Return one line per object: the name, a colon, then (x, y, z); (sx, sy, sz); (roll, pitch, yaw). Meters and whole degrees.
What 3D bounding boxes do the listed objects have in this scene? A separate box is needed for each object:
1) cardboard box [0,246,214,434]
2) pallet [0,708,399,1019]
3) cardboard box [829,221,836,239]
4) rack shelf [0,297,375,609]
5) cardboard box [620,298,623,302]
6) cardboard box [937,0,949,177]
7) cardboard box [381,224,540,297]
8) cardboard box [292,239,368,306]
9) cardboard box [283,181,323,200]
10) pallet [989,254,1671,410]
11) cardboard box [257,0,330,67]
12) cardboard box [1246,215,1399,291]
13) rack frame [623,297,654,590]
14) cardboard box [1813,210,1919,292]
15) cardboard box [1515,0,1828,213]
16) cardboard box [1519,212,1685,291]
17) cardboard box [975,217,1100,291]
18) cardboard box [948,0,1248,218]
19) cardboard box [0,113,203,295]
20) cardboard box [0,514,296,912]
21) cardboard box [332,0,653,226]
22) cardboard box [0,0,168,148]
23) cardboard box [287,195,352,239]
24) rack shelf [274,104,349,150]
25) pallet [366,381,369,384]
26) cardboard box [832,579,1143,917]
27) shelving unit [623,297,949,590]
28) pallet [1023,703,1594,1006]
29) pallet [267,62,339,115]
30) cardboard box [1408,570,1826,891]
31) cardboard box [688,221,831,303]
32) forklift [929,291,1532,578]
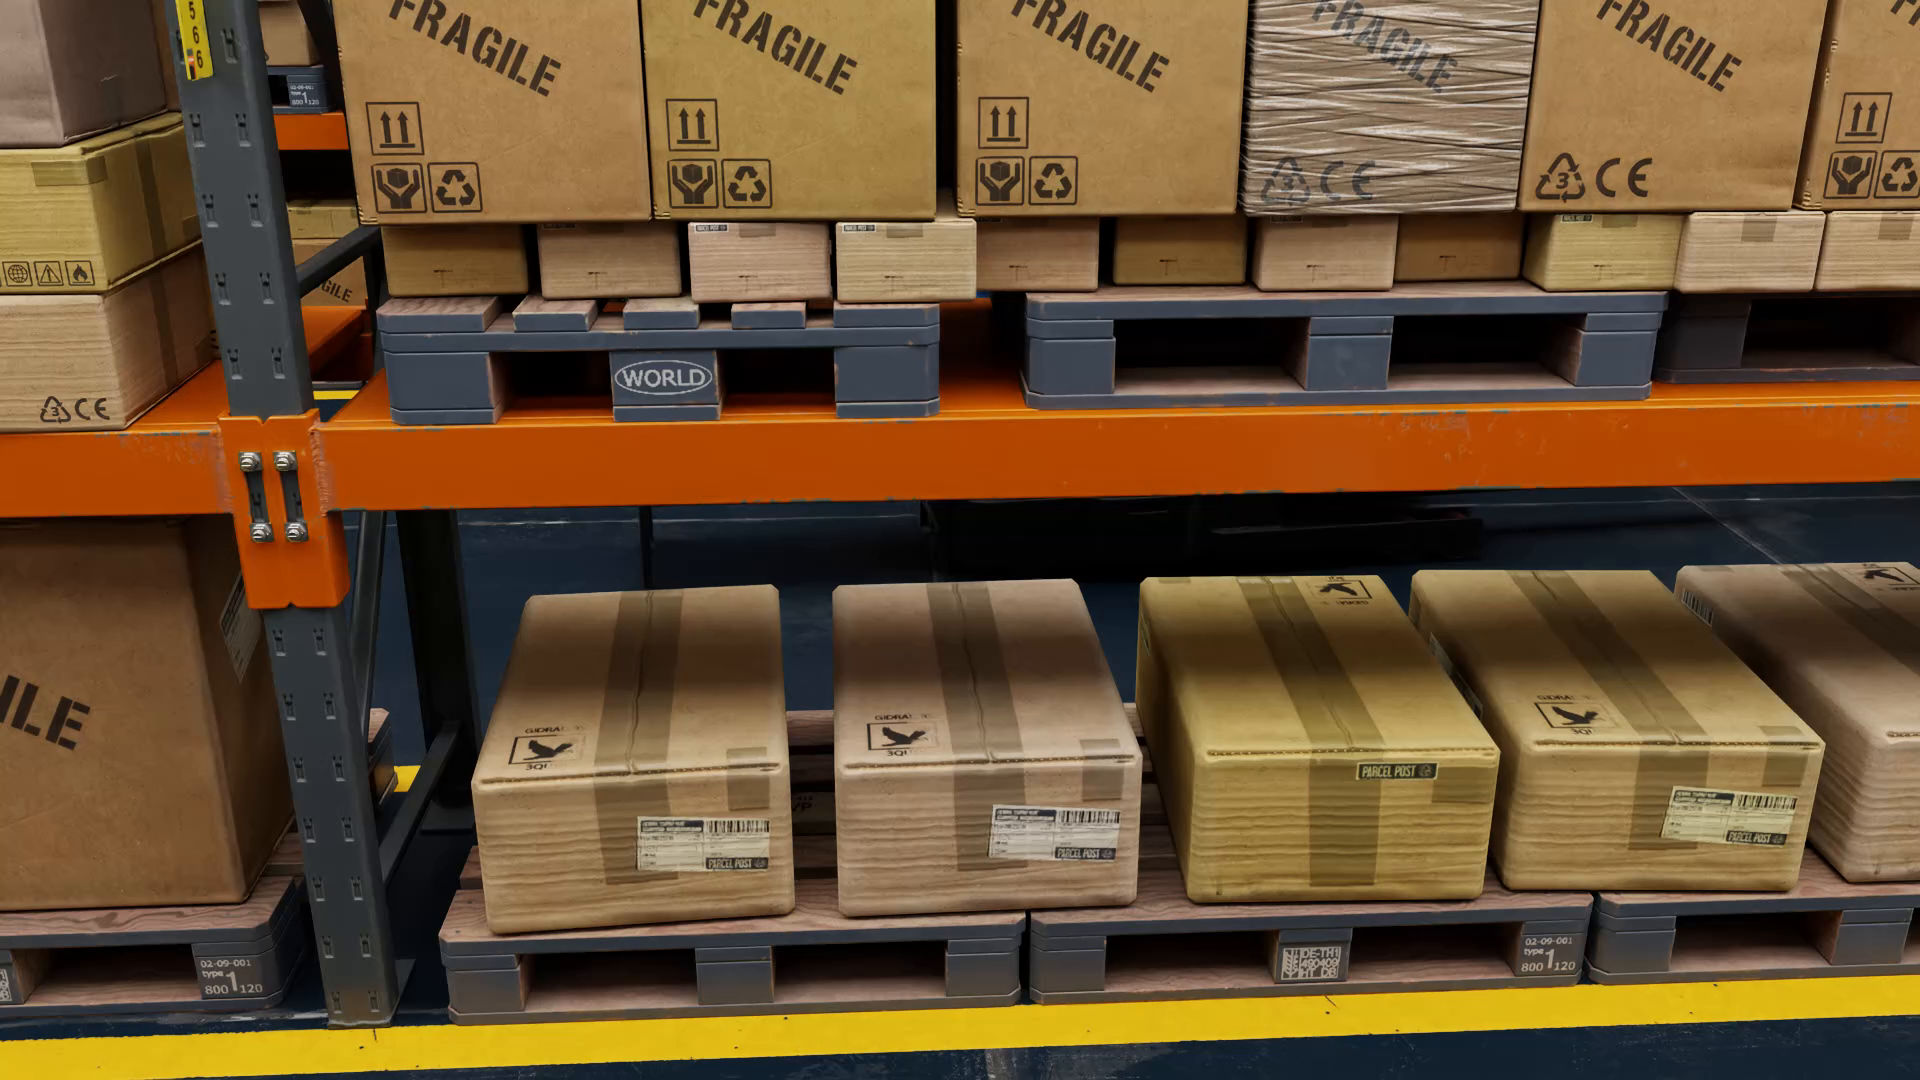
cardboard box: (-1.766, -0.391, 3.143); (0.500, 0.250, 0.500); (-2, 21, -5)
pallet: (-2.067, 0.729, 3.910); (1.213, 0.211, 1.003); (-1, 21, -3)
cardboard box: (-0.198, -0.787, 3.736); (0.250, 0.149, 0.380); (-2, 21, -6)
rack shelf: (-3.273, -0.187, 3.407); (4.000, 0.370, 1.077); (-1, 21, -3)
cardboard box: (-2.000, -1.446, 8.626); (0.500, 0.500, 0.500); (0, 21, -1)
cardboard box: (0.181, -1.079, 3.590); (0.500, 0.500, 0.500); (-3, 21, -7)
cardboard box: (-0.941, -0.583, 3.199); (0.250, 0.149, 0.380); (-2, 21, -6)
cardboard box: (-2.996, -1.252, 8.116); (0.500, 0.500, 0.500); (0, 21, -1)
cardboard box: (-3.389, -1.713, 8.415); (0.250, 0.149, 0.380); (-1, 21, -3)
pallet: (0.698, -0.529, 3.563); (1.213, 0.211, 1.003); (-1, 21, -3)
cardboard box: (-3.182, -2.472, 7.664); (0.637, 0.503, 0.797); (-2, 21, -4)
cardboard box: (0.675, -0.599, 3.240); (0.250, 0.149, 0.380); (-1, 21, -1)
rack frame: (-1.099, -0.610, 5.615); (0.032, 1.500, 0.500); (-3, 21, -9)
cardboard box: (1.700, -0.598, 3.239); (0.250, 0.149, 0.380); (-2, 21, -4)
cardboard box: (1.259, -0.917, 3.165); (0.500, 0.500, 0.500); (0, 21, -1)
cardboard box: (1.200, -0.600, 3.243); (0.250, 0.149, 0.380); (-1, 21, -3)
cardboard box: (0.131, -0.597, 3.236); (0.250, 0.149, 0.380); (0, 21, 0)
cardboard box: (0.236, -0.899, 3.117); (0.500, 0.500, 0.500); (-1, 21, -2)
cardboard box: (-1.745, -0.627, 3.060); (0.500, 0.250, 0.500); (-1, 21, -3)
cardboard box: (-1.970, 0.218, 3.729); (0.875, 0.875, 0.875); (-1, 21, -4)
cardboard box: (-0.813, -0.872, 3.048); (0.500, 0.500, 0.500); (-2, 21, -5)
cardboard box: (-1.777, -0.974, 2.918); (0.500, 0.500, 0.500); (-2, 21, -5)
cardboard box: (-3.093, -1.557, 8.007); (0.250, 0.149, 0.380); (-1, 21, -4)
rack shelf: (-3.560, -1.950, 8.038); (4.000, 0.370, 1.077); (-1, 21, -3)
pallet: (-2.311, -1.022, 8.508); (1.213, 0.211, 1.003); (-1, 21, -3)
cardboard box: (0.025, 0.442, 3.846); (0.625, 0.372, 0.950); (-2, 21, -4)
shelving unit: (-0.598, -0.640, 5.695); (1.048, 1.500, 0.538); (-3, 21, -9)
pallet: (0.719, 0.701, 3.984); (1.213, 0.211, 1.003); (-1, 21, -3)
pallet: (-3.504, -2.196, 7.943); (1.213, 0.211, 1.003); (-1, 21, -3)
cardboard box: (1.476, 0.414, 3.920); (0.625, 0.372, 0.950); (0, 21, 0)
cardboard box: (-0.381, -0.566, 3.155); (0.250, 0.149, 0.380); (-3, 21, -7)
forklift: (1.407, -1.472, 5.869); (3.031, 2.935, 1.130); (-3, 21, -9)
